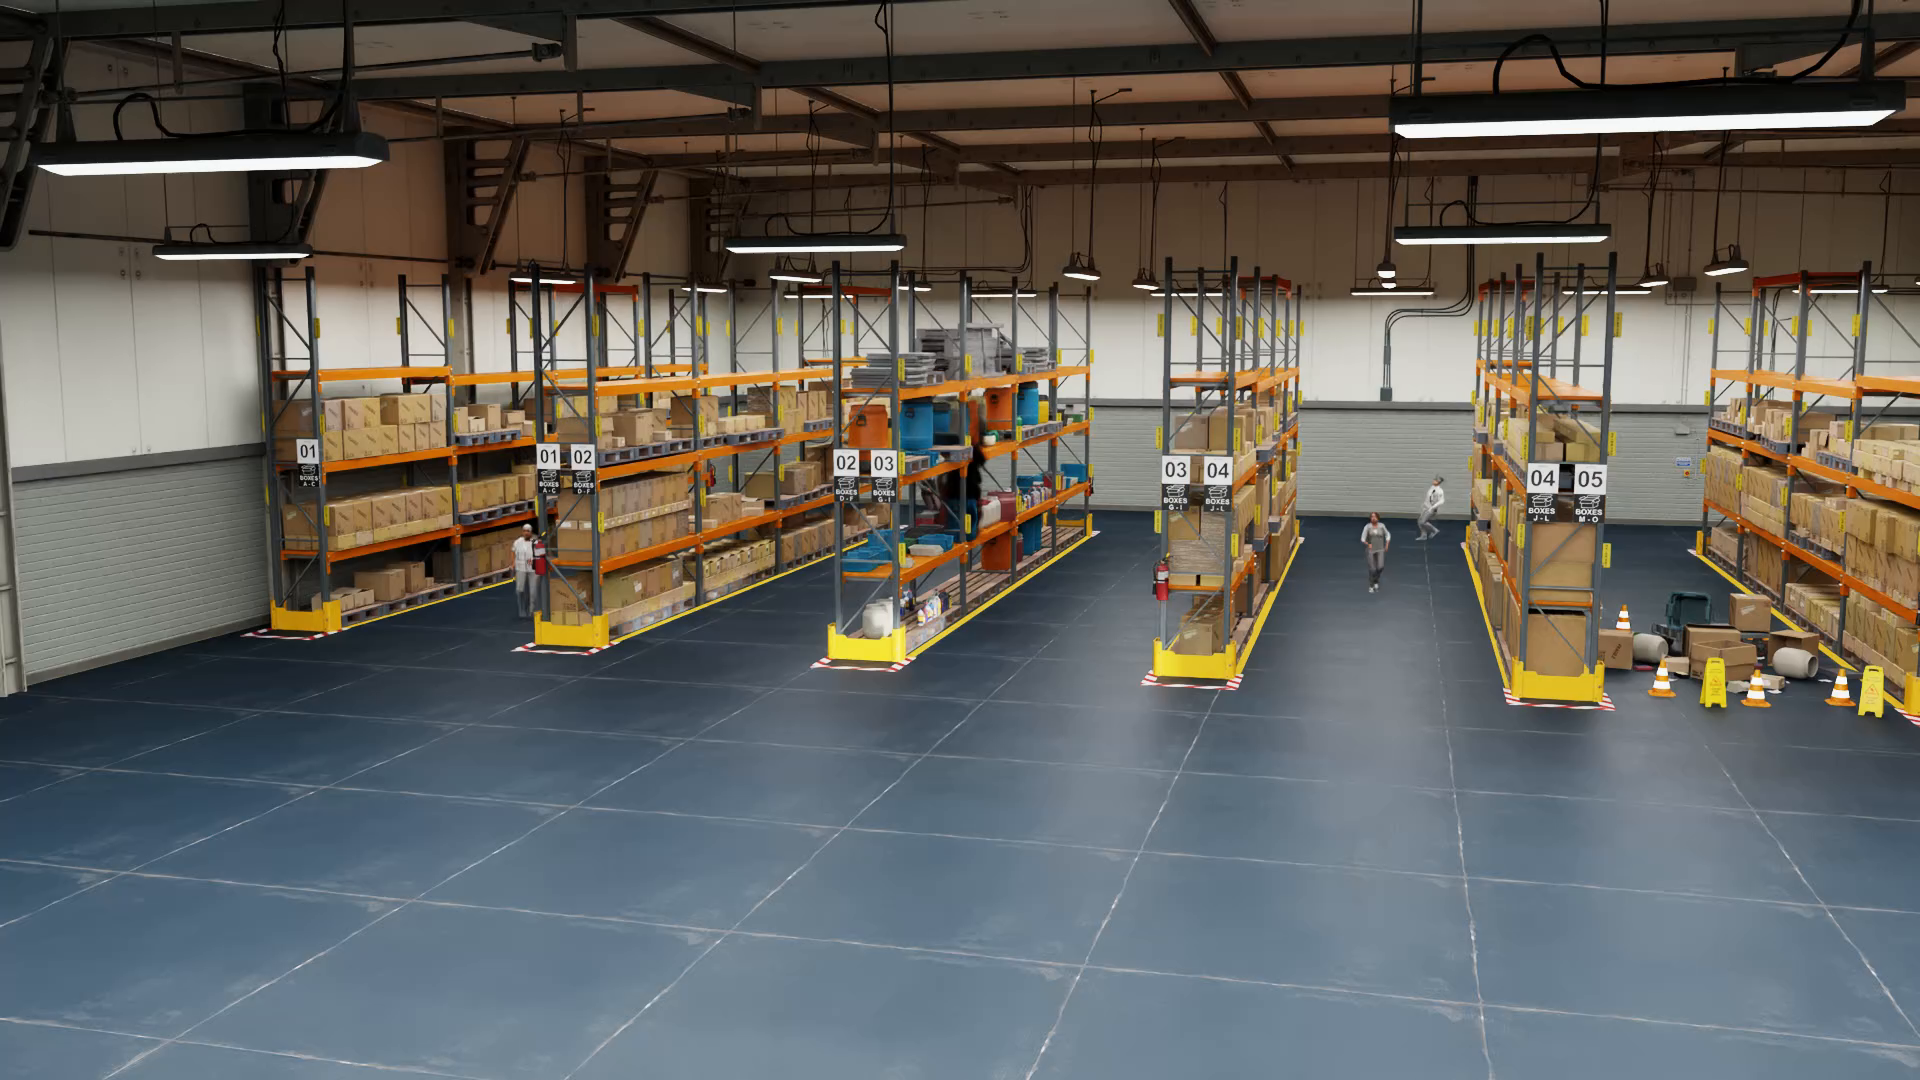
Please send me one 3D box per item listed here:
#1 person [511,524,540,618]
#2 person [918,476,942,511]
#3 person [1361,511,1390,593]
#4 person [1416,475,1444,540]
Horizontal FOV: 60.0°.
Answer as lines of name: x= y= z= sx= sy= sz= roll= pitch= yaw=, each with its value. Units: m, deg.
person: x=-7.477 y=0.543 z=28.729 sx=0.583 sy=1.638 sz=0.637 roll=-1 pitch=7 yaw=-9
person: x=-0.756 y=-1.149 z=41.928 sx=0.697 sy=1.670 sz=0.573 roll=-5 pitch=9 yaw=-33
person: x=7.858 y=0.238 z=31.457 sx=0.550 sy=1.560 sz=0.580 roll=1 pitch=7 yaw=11
person: x=11.116 y=-0.755 z=39.260 sx=0.516 sy=1.606 sz=0.691 roll=0 pitch=7 yaw=-1
